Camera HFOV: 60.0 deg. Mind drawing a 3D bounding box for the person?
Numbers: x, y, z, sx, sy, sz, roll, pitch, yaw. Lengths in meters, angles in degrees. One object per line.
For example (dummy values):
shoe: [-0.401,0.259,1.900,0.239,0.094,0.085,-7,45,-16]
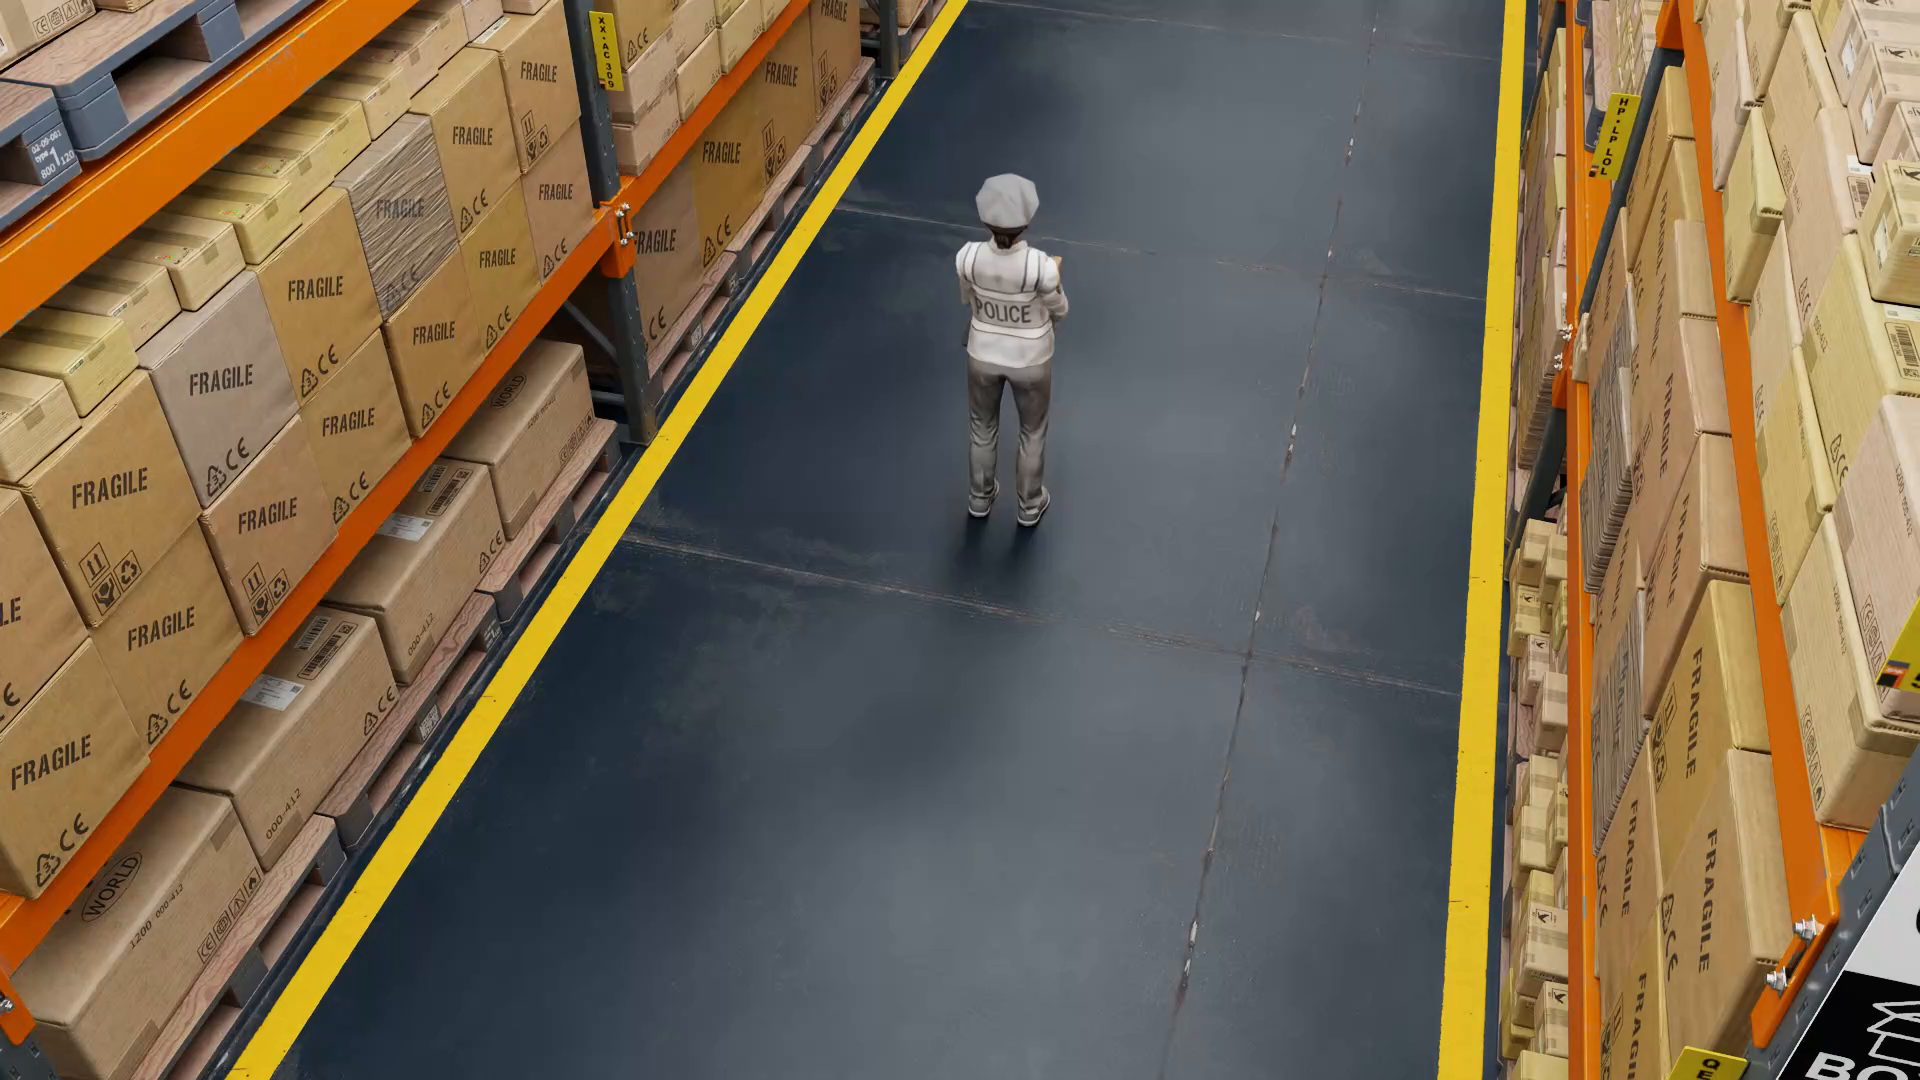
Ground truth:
person: [0.231,-0.827,7.084,0.457,1.690,0.539,10,42,12]
